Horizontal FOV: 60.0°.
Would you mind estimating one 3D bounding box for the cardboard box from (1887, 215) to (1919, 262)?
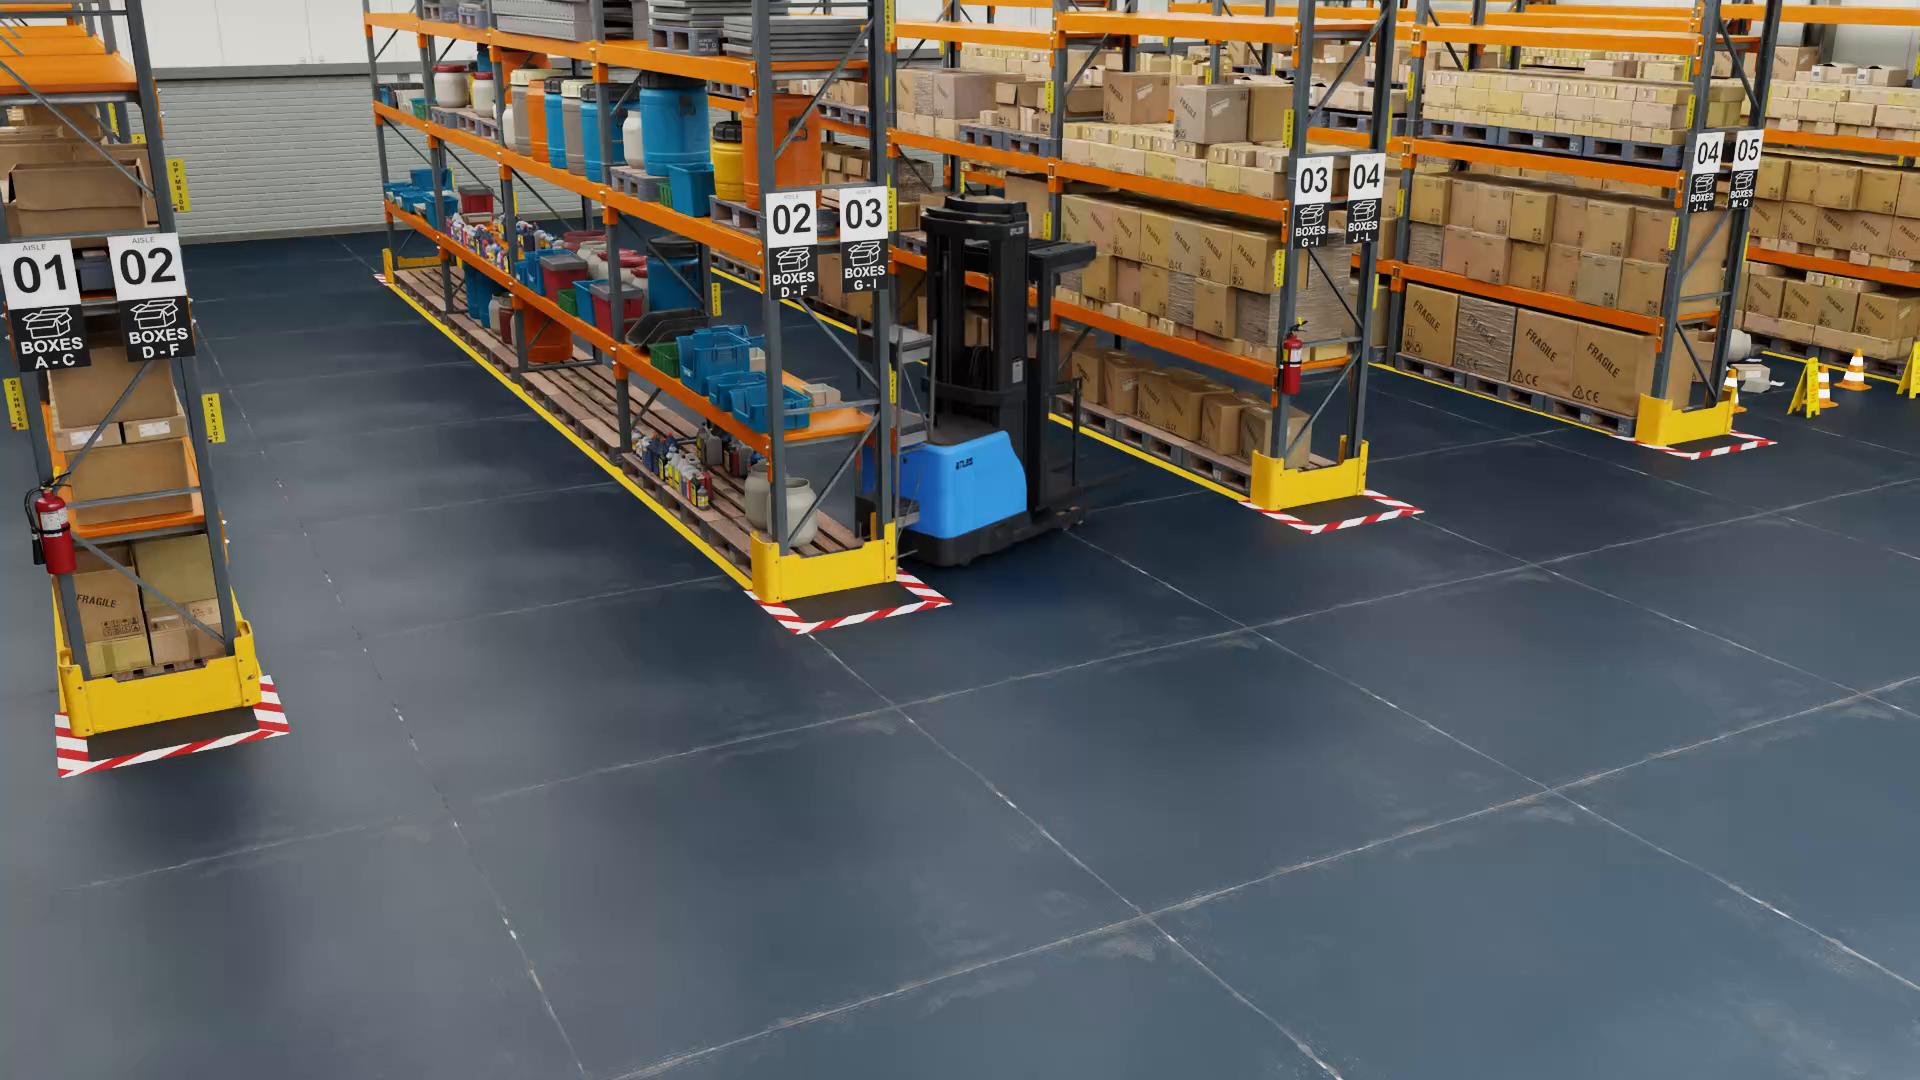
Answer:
[{"bbox_3d":[11.559,-3.636,19.960,0.500,0.500,0.500,-10,22,-28],"label":"cardboard box"}]

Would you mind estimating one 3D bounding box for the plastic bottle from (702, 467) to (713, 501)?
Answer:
[{"bbox_3d":[-2.281,-0.509,14.998,0.061,0.283,0.133,-10,21,-27],"label":"plastic bottle"}]

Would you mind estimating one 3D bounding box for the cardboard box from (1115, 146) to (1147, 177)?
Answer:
[{"bbox_3d":[1.909,-3.831,16.766,0.500,0.250,0.500,-11,22,-29],"label":"cardboard box"}]

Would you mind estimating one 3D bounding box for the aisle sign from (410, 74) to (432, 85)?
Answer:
[{"bbox_3d":[-8.395,-6.921,26.104,0.394,0.787,0.004,-10,21,-27],"label":"aisle sign"}]

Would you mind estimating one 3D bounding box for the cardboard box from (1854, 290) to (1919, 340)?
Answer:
[{"bbox_3d":[11.449,-2.778,20.504,0.500,0.500,0.500,-10,21,-26],"label":"cardboard box"}]

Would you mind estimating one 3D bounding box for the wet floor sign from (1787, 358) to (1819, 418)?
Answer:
[{"bbox_3d":[9.507,-1.725,18.640,0.267,0.644,0.232,-14,24,-36],"label":"wet floor sign"}]

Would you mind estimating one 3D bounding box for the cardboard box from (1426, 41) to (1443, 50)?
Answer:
[{"bbox_3d":[9.544,-9.820,32.900,0.500,0.250,0.500,-9,21,-25],"label":"cardboard box"}]

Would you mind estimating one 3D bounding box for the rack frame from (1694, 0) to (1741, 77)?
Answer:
[{"bbox_3d":[12.627,-9.237,27.605,1.000,3.000,0.127,-10,21,-27],"label":"rack frame"}]

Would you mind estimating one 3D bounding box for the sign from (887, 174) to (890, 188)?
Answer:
[{"bbox_3d":[-0.948,-4.557,21.463,0.100,0.325,0.005,-10,21,-27],"label":"sign"}]

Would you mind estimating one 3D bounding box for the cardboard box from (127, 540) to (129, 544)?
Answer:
[{"bbox_3d":[-6.640,-0.069,13.805,0.500,0.250,0.500,-10,21,-27],"label":"cardboard box"}]

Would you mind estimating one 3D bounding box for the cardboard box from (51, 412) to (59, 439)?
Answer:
[{"bbox_3d":[-5.857,-0.775,11.132,0.380,0.149,0.250,-9,21,-25],"label":"cardboard box"}]

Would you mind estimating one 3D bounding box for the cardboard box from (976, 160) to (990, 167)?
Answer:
[{"bbox_3d":[0.621,-6.856,29.293,0.500,0.500,0.500,-10,21,-26],"label":"cardboard box"}]

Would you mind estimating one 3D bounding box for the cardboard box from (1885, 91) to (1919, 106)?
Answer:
[{"bbox_3d":[11.338,-5.294,19.938,0.380,0.149,0.250,-10,21,-26],"label":"cardboard box"}]

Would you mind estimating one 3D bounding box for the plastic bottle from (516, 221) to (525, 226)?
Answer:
[{"bbox_3d":[-5.835,-4.106,22.122,0.152,0.276,0.135,-10,21,-27],"label":"plastic bottle"}]

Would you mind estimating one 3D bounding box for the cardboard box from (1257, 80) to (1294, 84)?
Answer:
[{"bbox_3d":[4.340,-6.043,22.379,0.500,0.250,0.500,-9,21,-25],"label":"cardboard box"}]

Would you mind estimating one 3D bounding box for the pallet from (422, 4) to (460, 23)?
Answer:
[{"bbox_3d":[-6.300,-6.802,21.451,1.003,0.211,1.213,-10,21,-27],"label":"pallet"}]

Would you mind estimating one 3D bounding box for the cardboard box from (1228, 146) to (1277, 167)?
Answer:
[{"bbox_3d":[2.684,-3.521,15.257,0.380,0.149,0.250,-11,22,-29],"label":"cardboard box"}]

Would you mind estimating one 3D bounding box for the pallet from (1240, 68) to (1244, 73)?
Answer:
[{"bbox_3d":[4.823,-9.093,31.921,1.003,0.211,1.213,-10,21,-27],"label":"pallet"}]

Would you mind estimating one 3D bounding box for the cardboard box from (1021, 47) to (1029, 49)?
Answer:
[{"bbox_3d":[1.281,-8.409,28.656,0.380,0.149,0.250,-11,22,-28],"label":"cardboard box"}]

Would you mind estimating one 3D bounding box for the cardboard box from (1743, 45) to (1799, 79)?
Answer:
[{"bbox_3d":[13.084,-7.737,26.907,0.700,0.500,0.500,-10,22,-28],"label":"cardboard box"}]

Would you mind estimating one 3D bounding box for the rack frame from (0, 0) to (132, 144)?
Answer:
[{"bbox_3d":[-7.282,-4.251,13.154,1.000,3.000,0.127,-10,21,-27],"label":"rack frame"}]

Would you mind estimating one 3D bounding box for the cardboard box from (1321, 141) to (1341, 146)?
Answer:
[{"bbox_3d":[6.583,-6.987,28.595,0.500,0.500,0.500,-10,21,-27],"label":"cardboard box"}]

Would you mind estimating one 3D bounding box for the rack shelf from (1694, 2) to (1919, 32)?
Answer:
[{"bbox_3d":[11.109,-6.403,20.500,1.077,0.370,4.000,-10,21,-27],"label":"rack shelf"}]

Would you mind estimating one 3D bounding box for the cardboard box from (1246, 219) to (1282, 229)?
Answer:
[{"bbox_3d":[3.085,-2.805,16.020,0.500,0.500,0.500,-10,21,-27],"label":"cardboard box"}]

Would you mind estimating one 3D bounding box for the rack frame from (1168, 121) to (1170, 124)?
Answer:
[{"bbox_3d":[4.461,-7.928,33.008,1.000,3.000,0.127,-10,21,-27],"label":"rack frame"}]

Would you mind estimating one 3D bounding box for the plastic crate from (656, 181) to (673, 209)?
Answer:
[{"bbox_3d":[-2.411,-3.004,14.464,0.336,0.188,0.450,-10,21,-27],"label":"plastic crate"}]

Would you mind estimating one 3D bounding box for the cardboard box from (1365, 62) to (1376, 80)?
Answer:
[{"bbox_3d":[6.920,-7.754,27.467,0.396,0.266,0.258,-8,21,-22],"label":"cardboard box"}]

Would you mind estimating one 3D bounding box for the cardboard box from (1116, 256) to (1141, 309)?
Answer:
[{"bbox_3d":[2.130,-2.720,17.307,0.875,0.500,0.500,-10,21,-27],"label":"cardboard box"}]

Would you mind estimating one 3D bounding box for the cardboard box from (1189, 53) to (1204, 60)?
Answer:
[{"bbox_3d":[3.602,-7.037,24.500,0.396,0.266,0.258,-10,21,-27],"label":"cardboard box"}]

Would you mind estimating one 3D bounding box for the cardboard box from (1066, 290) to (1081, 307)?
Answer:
[{"bbox_3d":[1.383,-2.647,18.090,0.380,0.149,0.250,-10,21,-27],"label":"cardboard box"}]

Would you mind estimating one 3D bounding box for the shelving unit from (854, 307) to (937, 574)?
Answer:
[{"bbox_3d":[-0.542,-0.807,13.678,0.431,2.100,0.503,-19,30,-41],"label":"shelving unit"}]

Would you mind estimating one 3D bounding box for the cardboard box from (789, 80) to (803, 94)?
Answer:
[{"bbox_3d":[-2.076,-6.743,24.180,0.700,0.500,0.500,-9,21,-25],"label":"cardboard box"}]

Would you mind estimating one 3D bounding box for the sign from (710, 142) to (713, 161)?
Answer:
[{"bbox_3d":[-2.431,-3.685,16.100,0.100,0.325,0.005,-10,21,-27],"label":"sign"}]

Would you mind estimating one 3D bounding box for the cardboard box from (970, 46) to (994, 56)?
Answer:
[{"bbox_3d":[0.391,-8.541,29.038,0.380,0.149,0.250,-10,21,-26],"label":"cardboard box"}]

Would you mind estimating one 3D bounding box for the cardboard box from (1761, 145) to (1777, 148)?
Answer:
[{"bbox_3d":[13.429,-6.492,27.699,0.380,0.149,0.250,-10,22,-28],"label":"cardboard box"}]

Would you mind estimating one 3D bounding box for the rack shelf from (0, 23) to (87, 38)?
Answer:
[{"bbox_3d":[-10.131,-5.444,18.328,1.077,0.370,4.000,-10,21,-27],"label":"rack shelf"}]

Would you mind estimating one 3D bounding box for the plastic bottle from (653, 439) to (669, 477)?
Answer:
[{"bbox_3d":[-2.813,-0.786,15.699,0.144,0.351,0.185,-11,22,-29],"label":"plastic bottle"}]

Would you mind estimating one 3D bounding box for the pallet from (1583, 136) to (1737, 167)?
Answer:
[{"bbox_3d":[7.389,-4.126,17.529,1.003,0.211,1.213,-10,21,-27],"label":"pallet"}]

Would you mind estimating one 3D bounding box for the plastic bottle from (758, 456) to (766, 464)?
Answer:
[{"bbox_3d":[-1.818,-0.647,15.415,0.097,0.271,0.097,0,19,0],"label":"plastic bottle"}]

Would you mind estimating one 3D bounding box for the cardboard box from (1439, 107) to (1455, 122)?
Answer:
[{"bbox_3d":[5.850,-5.001,19.516,0.380,0.149,0.250,-10,21,-26],"label":"cardboard box"}]

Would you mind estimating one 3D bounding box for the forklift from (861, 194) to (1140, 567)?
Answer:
[{"bbox_3d":[0.486,-1.570,14.687,1.130,2.935,3.031,16,24,38],"label":"forklift"}]

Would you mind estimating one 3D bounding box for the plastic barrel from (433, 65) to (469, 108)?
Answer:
[{"bbox_3d":[-6.690,-5.968,21.878,0.433,0.535,0.433,0,19,0],"label":"plastic barrel"}]

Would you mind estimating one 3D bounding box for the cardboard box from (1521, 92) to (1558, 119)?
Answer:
[{"bbox_3d":[6.559,-4.802,18.329,0.500,0.250,0.500,-10,21,-26],"label":"cardboard box"}]

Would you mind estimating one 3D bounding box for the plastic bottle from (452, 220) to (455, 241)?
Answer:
[{"bbox_3d":[-6.740,-4.149,22.253,0.097,0.271,0.097,0,19,0],"label":"plastic bottle"}]

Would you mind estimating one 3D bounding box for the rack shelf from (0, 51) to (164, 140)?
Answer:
[{"bbox_3d":[-6.332,-3.147,11.673,1.077,0.370,4.000,-10,21,-27],"label":"rack shelf"}]

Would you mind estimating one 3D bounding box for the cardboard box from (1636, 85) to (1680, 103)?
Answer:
[{"bbox_3d":[7.175,-4.577,17.064,0.380,0.149,0.250,-10,21,-26],"label":"cardboard box"}]

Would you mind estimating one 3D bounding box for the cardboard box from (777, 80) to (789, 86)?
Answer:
[{"bbox_3d":[-2.785,-7.171,25.265,0.700,0.500,0.500,-11,22,-30],"label":"cardboard box"}]

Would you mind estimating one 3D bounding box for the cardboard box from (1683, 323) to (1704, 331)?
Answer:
[{"bbox_3d":[9.471,-2.784,21.930,0.500,0.500,0.500,4,19,11],"label":"cardboard box"}]

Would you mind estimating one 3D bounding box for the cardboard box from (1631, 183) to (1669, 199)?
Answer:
[{"bbox_3d":[9.738,-4.967,23.173,0.500,0.500,0.500,-10,22,-28],"label":"cardboard box"}]

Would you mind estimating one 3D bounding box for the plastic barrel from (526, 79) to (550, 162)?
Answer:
[{"bbox_3d":[-4.311,-4.493,17.797,0.600,0.830,0.708,-10,21,-27],"label":"plastic barrel"}]

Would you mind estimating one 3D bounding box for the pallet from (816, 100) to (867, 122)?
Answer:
[{"bbox_3d":[-1.347,-5.922,22.886,1.003,0.211,1.213,-9,21,-24],"label":"pallet"}]

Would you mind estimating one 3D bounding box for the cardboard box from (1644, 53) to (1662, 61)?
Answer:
[{"bbox_3d":[12.000,-8.291,28.623,0.380,0.149,0.250,-11,22,-28],"label":"cardboard box"}]

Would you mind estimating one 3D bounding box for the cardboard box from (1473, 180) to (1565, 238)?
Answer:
[{"bbox_3d":[6.495,-3.841,19.280,0.875,0.550,0.550,-10,21,-27],"label":"cardboard box"}]

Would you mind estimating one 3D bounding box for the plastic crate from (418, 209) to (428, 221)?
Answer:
[{"bbox_3d":[-7.488,-4.655,23.854,0.437,0.125,0.590,-10,21,-27],"label":"plastic crate"}]

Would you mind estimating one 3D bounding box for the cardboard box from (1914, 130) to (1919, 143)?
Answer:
[{"bbox_3d":[11.496,-4.759,19.612,0.380,0.149,0.250,-10,21,-26],"label":"cardboard box"}]

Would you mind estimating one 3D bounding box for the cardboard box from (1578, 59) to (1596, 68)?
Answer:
[{"bbox_3d":[11.272,-8.510,29.684,0.380,0.149,0.250,-9,21,-25],"label":"cardboard box"}]
